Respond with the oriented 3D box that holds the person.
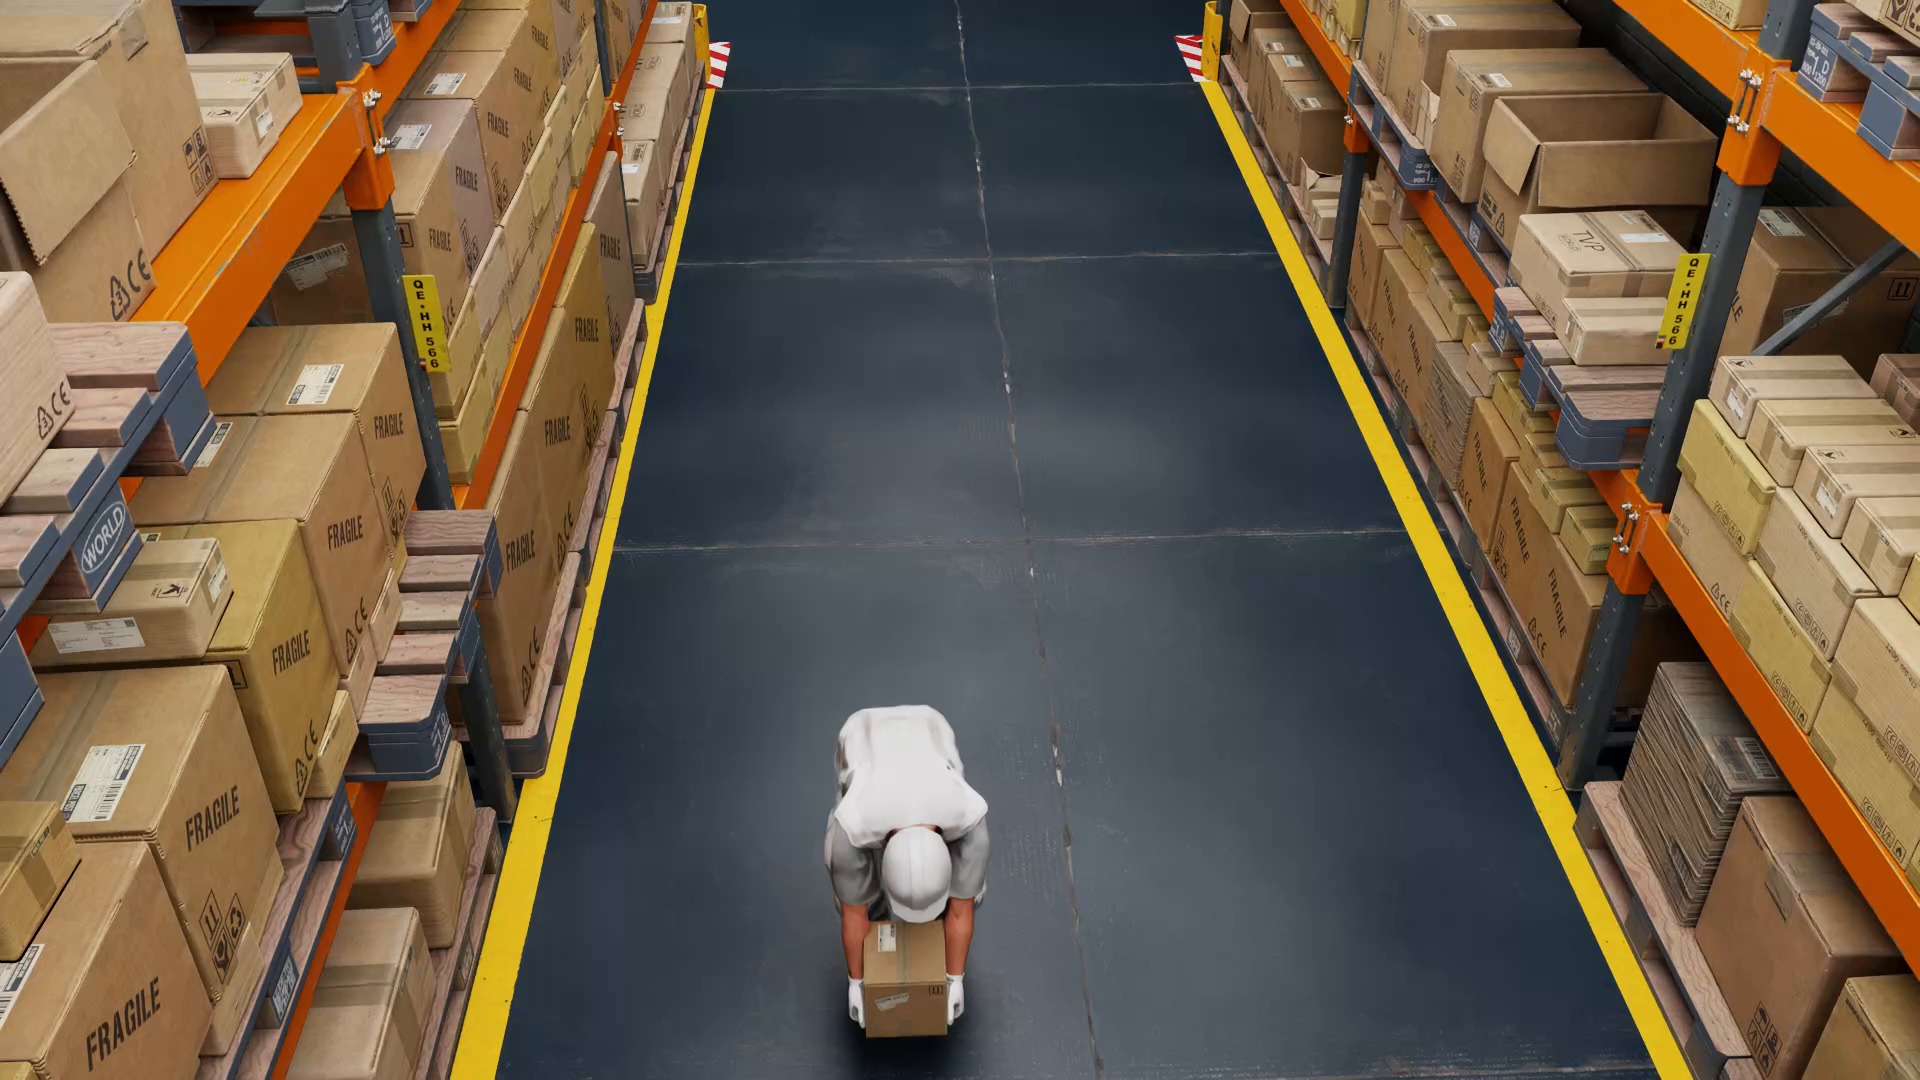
[{"bbox_3d":[-0.167,1.052,5.318,0.530,0.988,0.950,-3,35,-4],"label":"person"}]
